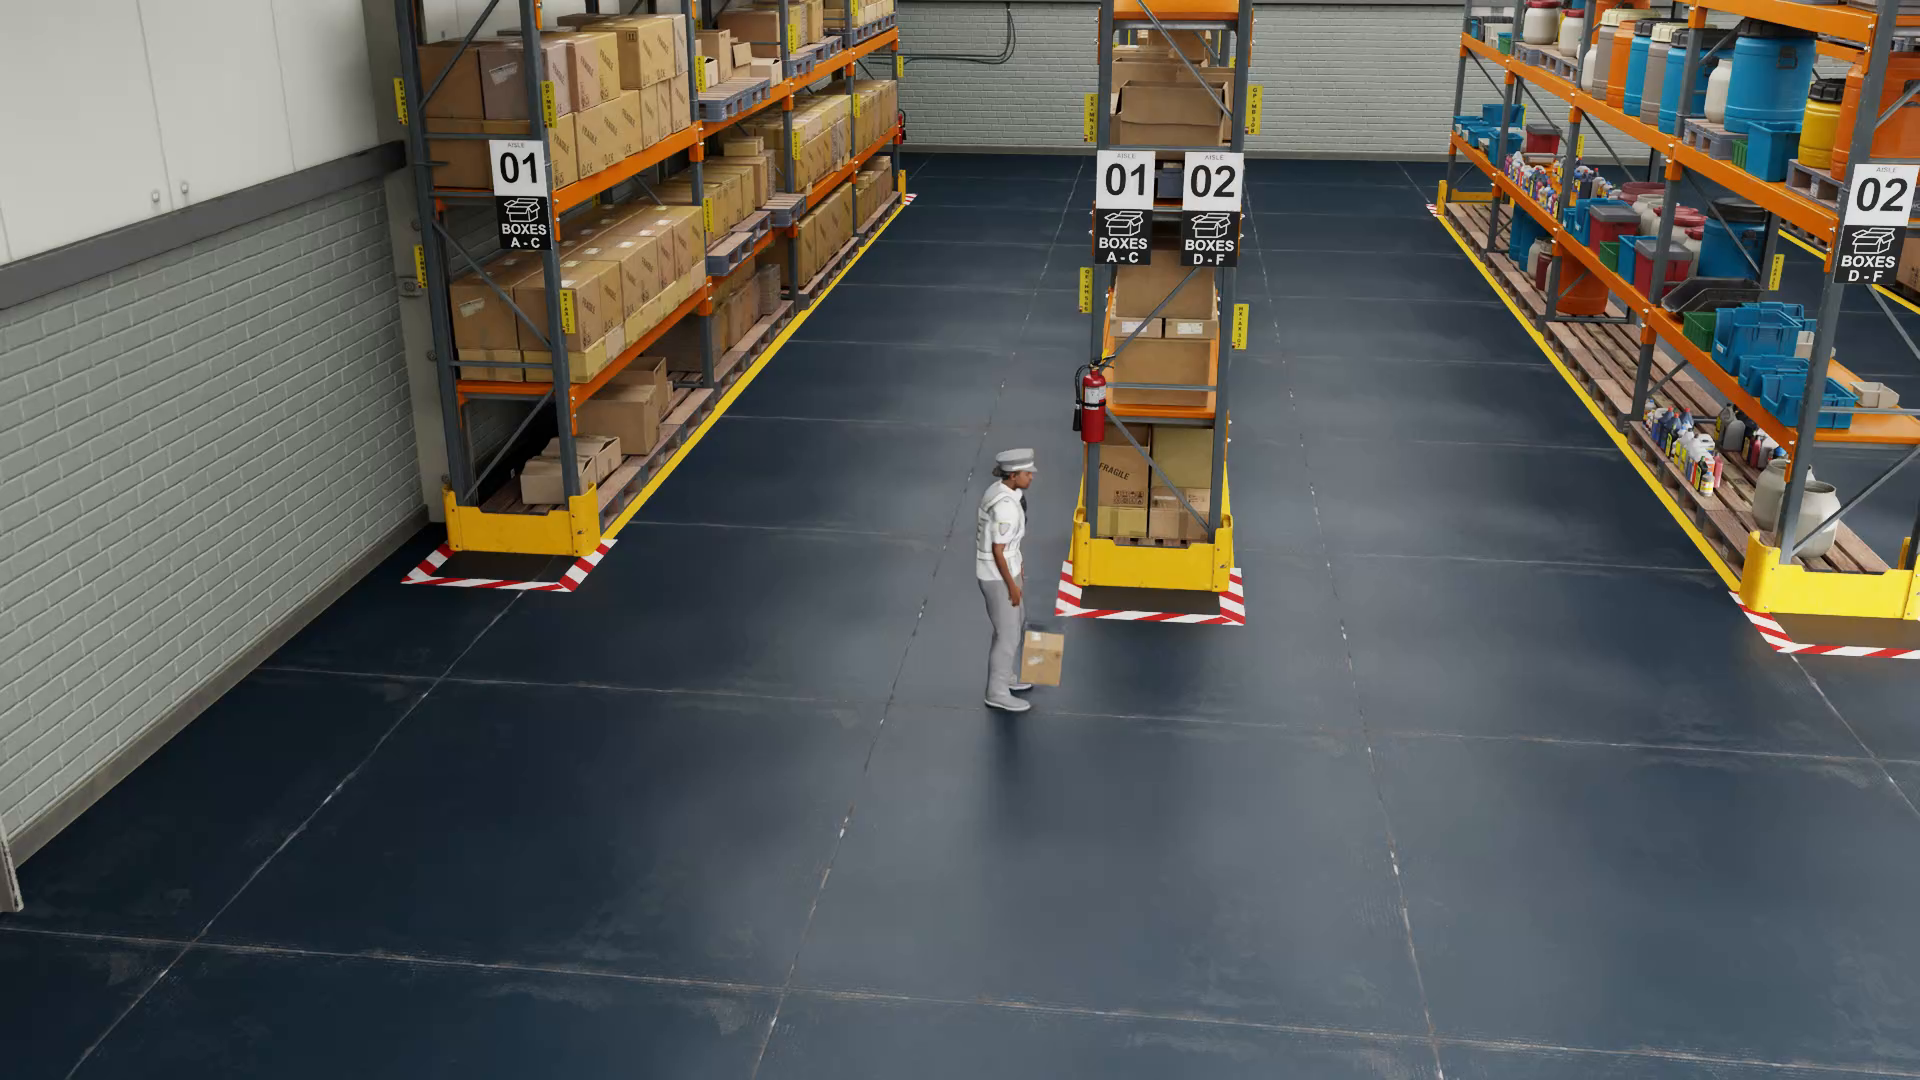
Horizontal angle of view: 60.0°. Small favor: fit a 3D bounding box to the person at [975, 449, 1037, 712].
[{"bbox_3d":[0.284,0.230,10.492,0.378,1.661,0.500,2,21,5],"label":"person"}]
